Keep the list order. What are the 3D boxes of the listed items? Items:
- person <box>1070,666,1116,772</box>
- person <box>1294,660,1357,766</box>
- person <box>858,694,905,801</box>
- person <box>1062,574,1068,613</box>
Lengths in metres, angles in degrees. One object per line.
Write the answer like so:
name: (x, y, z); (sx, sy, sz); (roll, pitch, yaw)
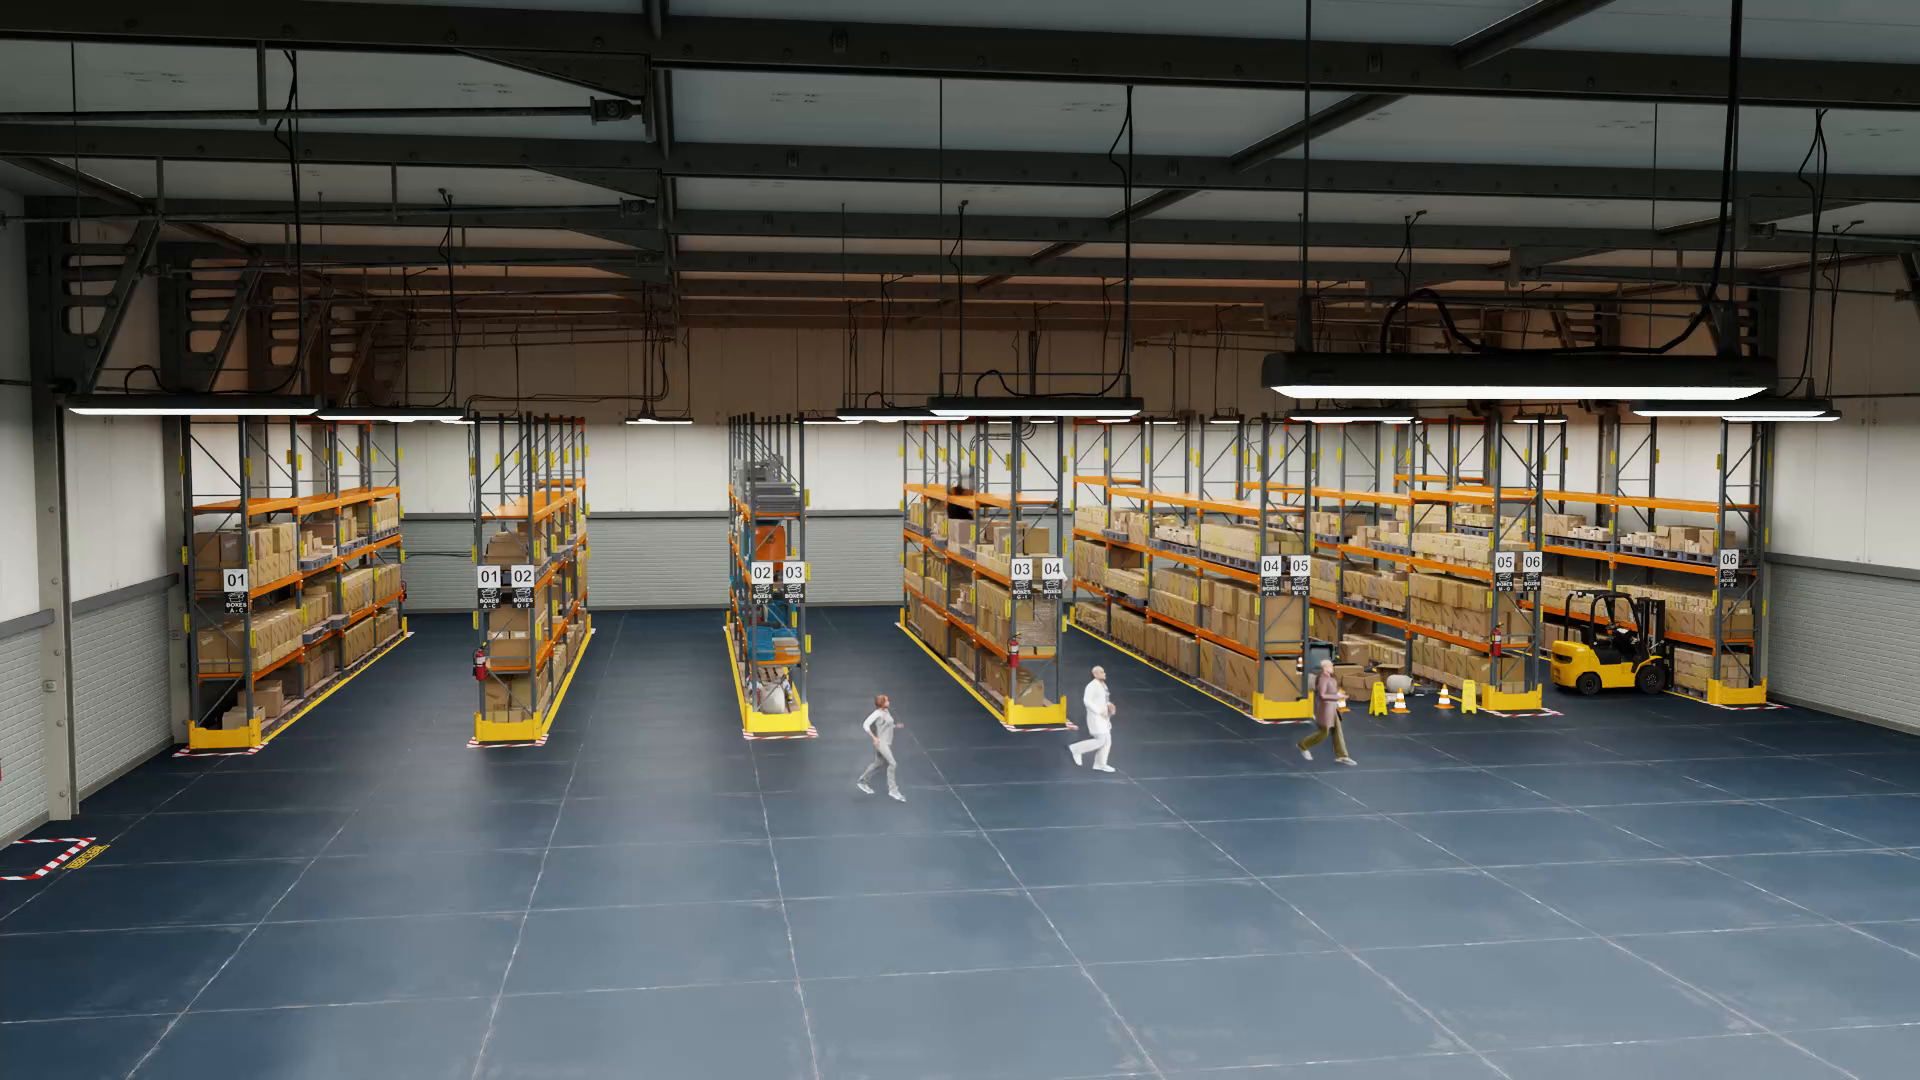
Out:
person: (2.239, 2.973, 27.759); (0.743, 1.761, 0.712); (2, 4, 22)
person: (6.189, 2.903, 28.089); (1.049, 1.781, 0.710); (2, 4, 25)
person: (-1.214, 3.170, 25.548); (0.785, 1.627, 0.518); (1, 4, 10)
person: (2.714, 1.506, 49.693); (0.900, 1.699, 0.820); (0, 4, -5)
